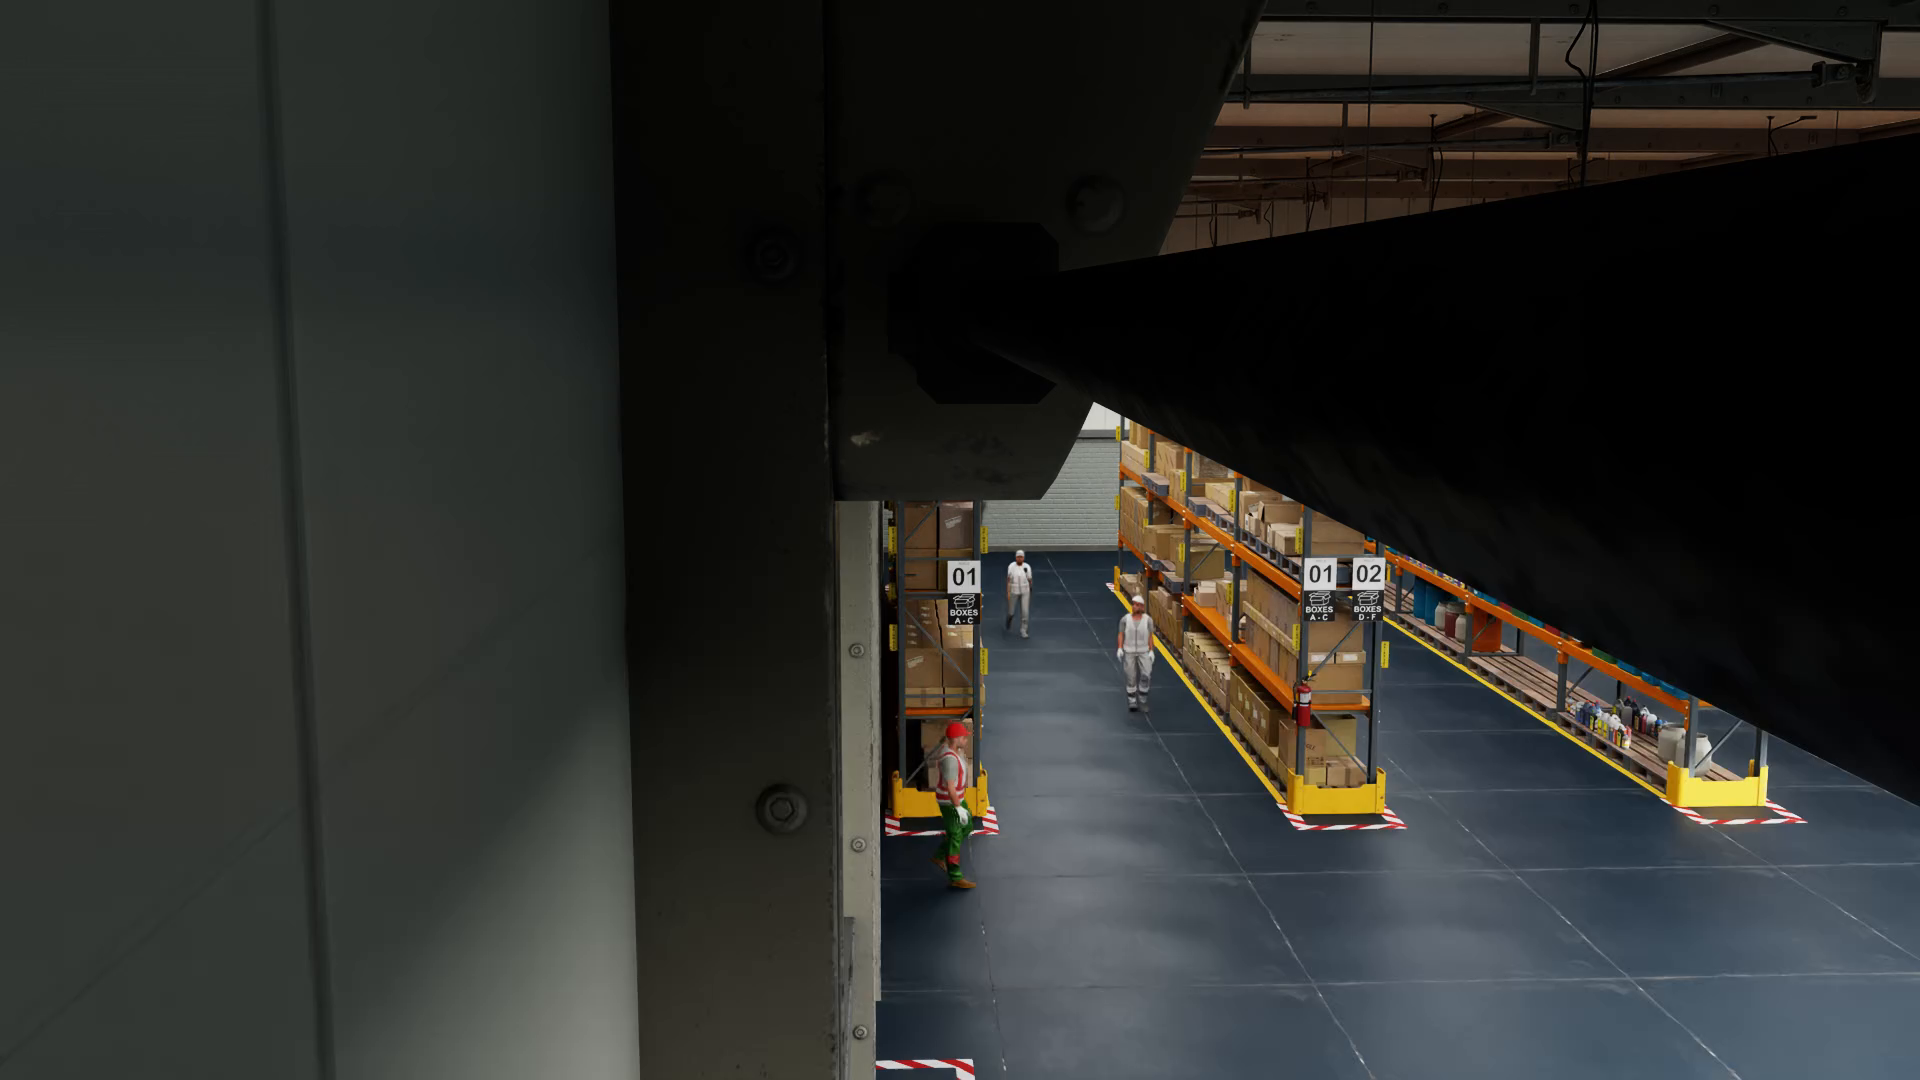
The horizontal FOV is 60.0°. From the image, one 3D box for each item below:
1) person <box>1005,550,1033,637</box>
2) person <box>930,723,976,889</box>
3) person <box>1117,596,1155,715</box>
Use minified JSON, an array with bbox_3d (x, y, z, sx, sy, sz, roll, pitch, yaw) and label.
[{"bbox_3d":[1.122,0.990,31.465,0.502,1.631,0.665,-1,8,-6],"label":"person"},{"bbox_3d":[-0.069,2.860,18.102,0.539,1.787,0.732,1,8,8],"label":"person"},{"bbox_3d":[2.706,1.767,25.615,0.590,1.809,0.531,0,8,2],"label":"person"}]
